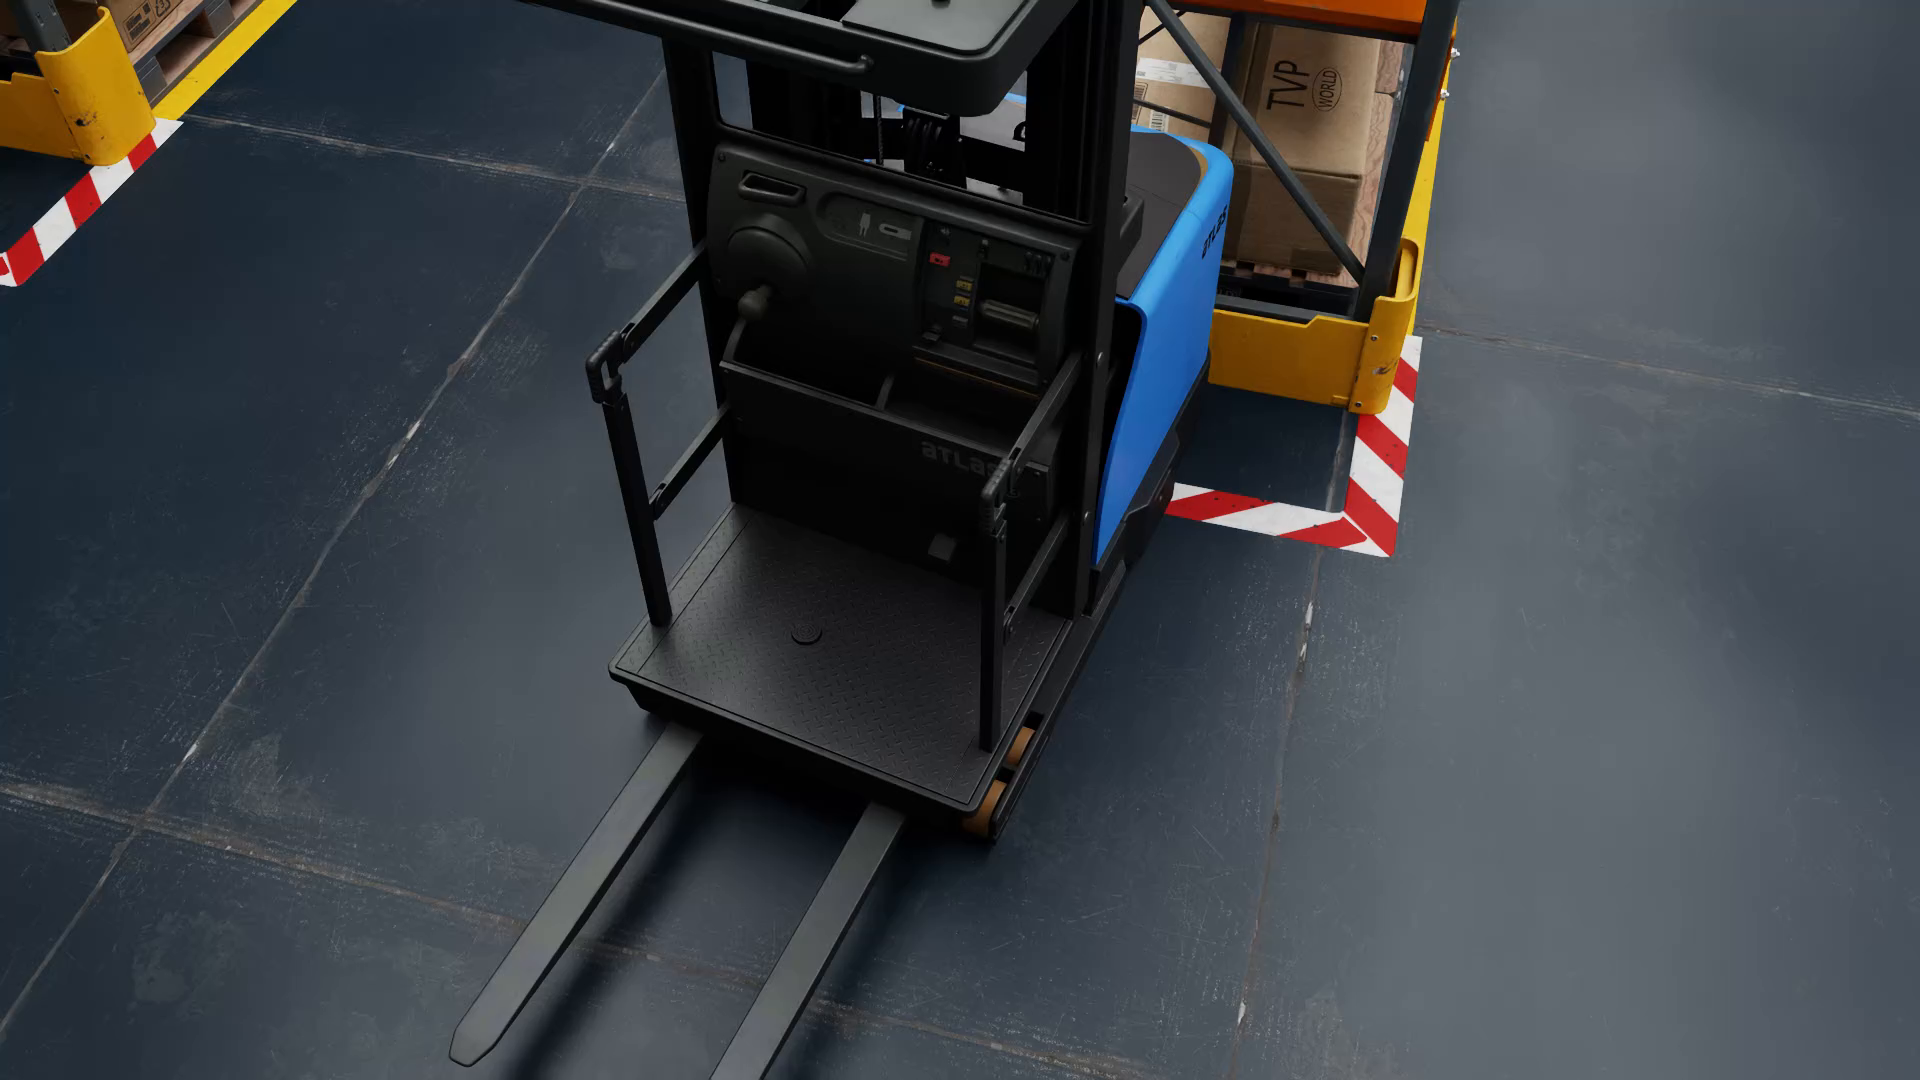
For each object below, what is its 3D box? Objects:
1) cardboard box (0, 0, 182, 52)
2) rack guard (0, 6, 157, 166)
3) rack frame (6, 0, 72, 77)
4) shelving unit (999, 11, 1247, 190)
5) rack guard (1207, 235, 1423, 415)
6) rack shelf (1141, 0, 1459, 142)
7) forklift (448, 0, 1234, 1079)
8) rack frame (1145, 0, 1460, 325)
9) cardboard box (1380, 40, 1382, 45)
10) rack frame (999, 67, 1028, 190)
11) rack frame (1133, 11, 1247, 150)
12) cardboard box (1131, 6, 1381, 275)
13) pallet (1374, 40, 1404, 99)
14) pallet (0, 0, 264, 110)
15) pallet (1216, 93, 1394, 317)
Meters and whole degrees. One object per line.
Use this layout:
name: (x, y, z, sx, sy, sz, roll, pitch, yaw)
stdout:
cardboard box: (-3.615, -2.374, 6.729, 0.797, 0.503, 0.637, 10, 49, 9)
rack guard: (-3.848, -1.865, 6.563, 1.175, 0.500, 0.348, 12, 50, 10)
rack frame: (-3.868, -2.637, 5.577, 1.000, 3.000, 0.127, 12, 50, 10)
shelving unit: (0.384, -1.097, 5.119, 0.587, 1.500, 1.083, 24, 49, 17)
rack guard: (0.915, -0.816, 5.637, 1.175, 0.500, 0.348, 12, 50, 10)
rack shelf: (1.448, -2.869, 6.261, 1.077, 0.370, 4.000, 12, 50, 10)
forklift: (-0.263, -0.540, 3.772, 1.130, 2.935, 3.031, 19, 51, 16)
rack frame: (0.922, -1.660, 4.715, 1.000, 3.000, 0.127, 12, 50, 10)
cardboard box: (1.232, -2.112, 6.542, 0.875, 0.438, 0.875, 13, 50, 11)
rack frame: (0.144, -0.790, 4.806, 0.500, 1.500, 0.032, 24, 49, 17)
rack frame: (0.633, -1.414, 5.443, 0.500, 1.500, 0.032, 24, 49, 17)
cardboard box: (0.999, -1.449, 5.957, 0.875, 0.438, 0.875, 10, 49, 9)
pallet: (1.380, -2.211, 7.061, 1.003, 0.211, 1.213, 12, 50, 10)
pallet: (-3.639, -2.346, 7.180, 1.003, 0.211, 1.213, 12, 50, 10)
pallet: (1.057, -1.331, 6.284, 1.003, 0.211, 1.213, 12, 50, 10)
